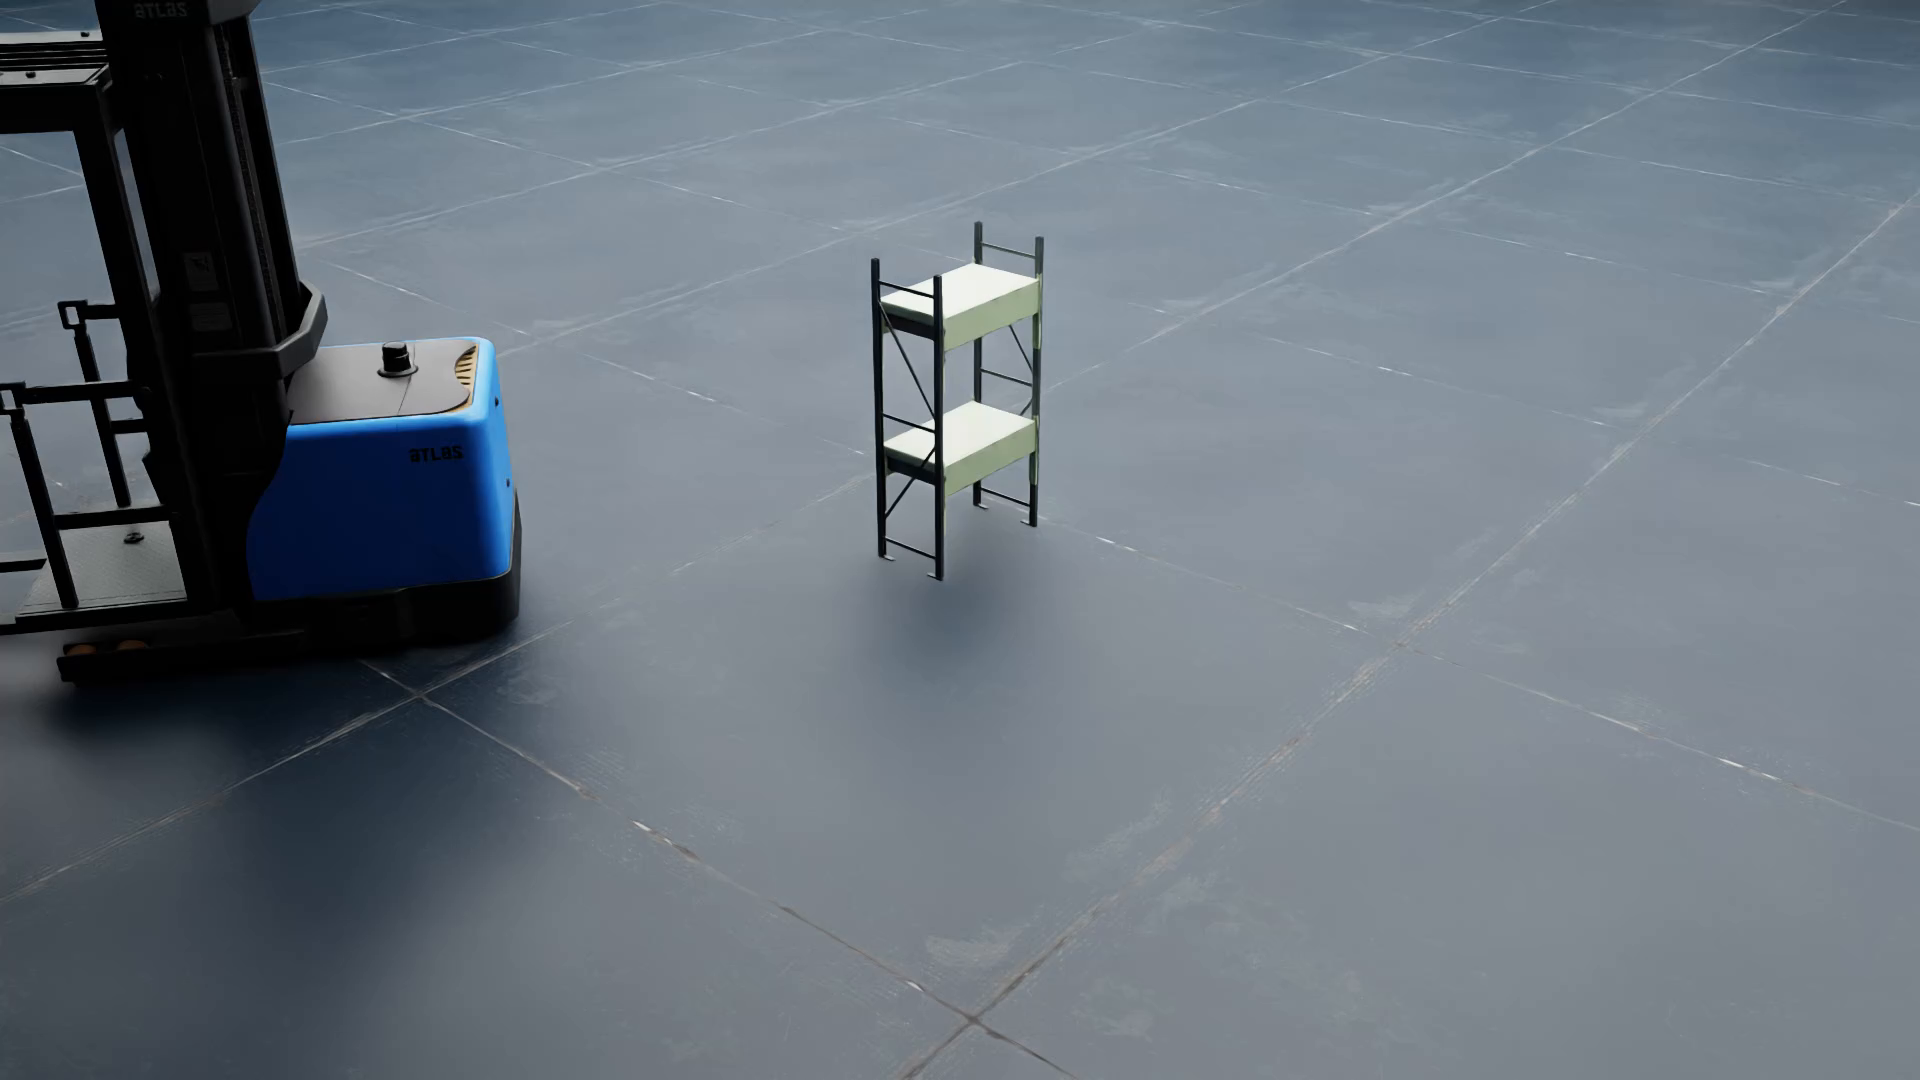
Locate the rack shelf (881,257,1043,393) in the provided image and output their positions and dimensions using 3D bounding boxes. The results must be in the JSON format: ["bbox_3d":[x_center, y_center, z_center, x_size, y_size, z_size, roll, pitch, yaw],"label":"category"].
[{"bbox_3d":[-0.004,-1.010,7.721,0.431,0.370,0.720,21,34,34],"label":"rack shelf"}]

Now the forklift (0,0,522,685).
[{"bbox_3d":[-3.550,-0.953,6.901,3.031,2.935,1.130,-6,28,-11],"label":"forklift"}]

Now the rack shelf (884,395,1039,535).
[{"bbox_3d":[-0.004,-0.374,8.051,0.431,0.370,0.720,21,34,34],"label":"rack shelf"}]

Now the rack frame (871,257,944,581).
[{"bbox_3d":[-0.237,-0.534,7.650,0.400,1.500,0.023,21,34,34],"label":"rack frame"}]

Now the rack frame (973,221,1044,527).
[{"bbox_3d":[0.229,-0.794,8.152,0.400,1.500,0.023,21,34,34],"label":"rack frame"}]

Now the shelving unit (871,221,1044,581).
[{"bbox_3d":[-0.004,-0.664,7.901,0.431,1.500,0.755,21,34,34],"label":"shelving unit"}]
